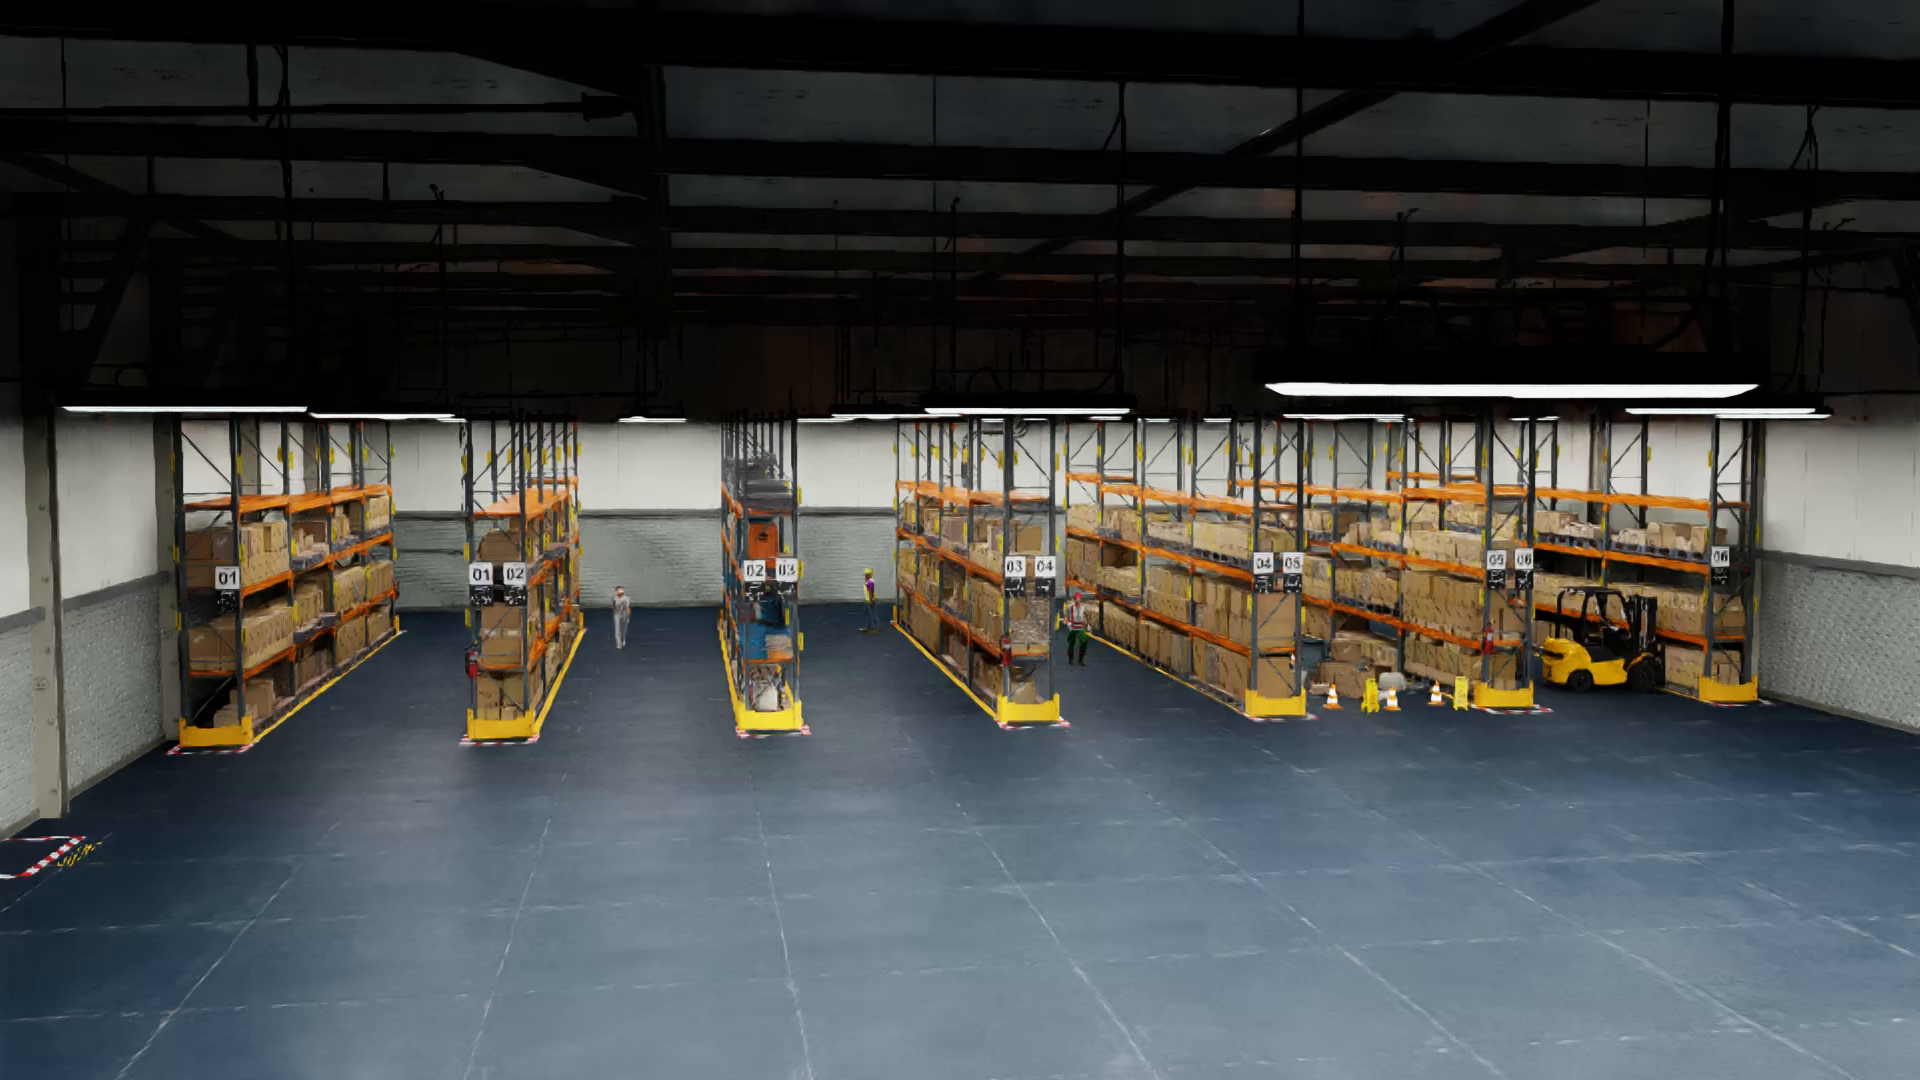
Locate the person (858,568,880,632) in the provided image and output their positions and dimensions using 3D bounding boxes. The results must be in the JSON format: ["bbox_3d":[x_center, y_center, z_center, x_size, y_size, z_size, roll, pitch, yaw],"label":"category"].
[{"bbox_3d":[-2.501,1.649,45.786,0.582,1.767,0.750,0,4,-7],"label":"person"}]

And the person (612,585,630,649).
[{"bbox_3d":[-8.644,1.953,42.440,0.455,1.612,1.019,-1,4,-11],"label":"person"}]

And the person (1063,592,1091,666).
[{"bbox_3d":[2.796,2.102,39.474,0.712,1.749,0.686,0,4,-6],"label":"person"}]

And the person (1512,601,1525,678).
[{"bbox_3d":[12.582,2.229,37.570,0.499,1.724,0.578,1,4,20],"label":"person"}]
